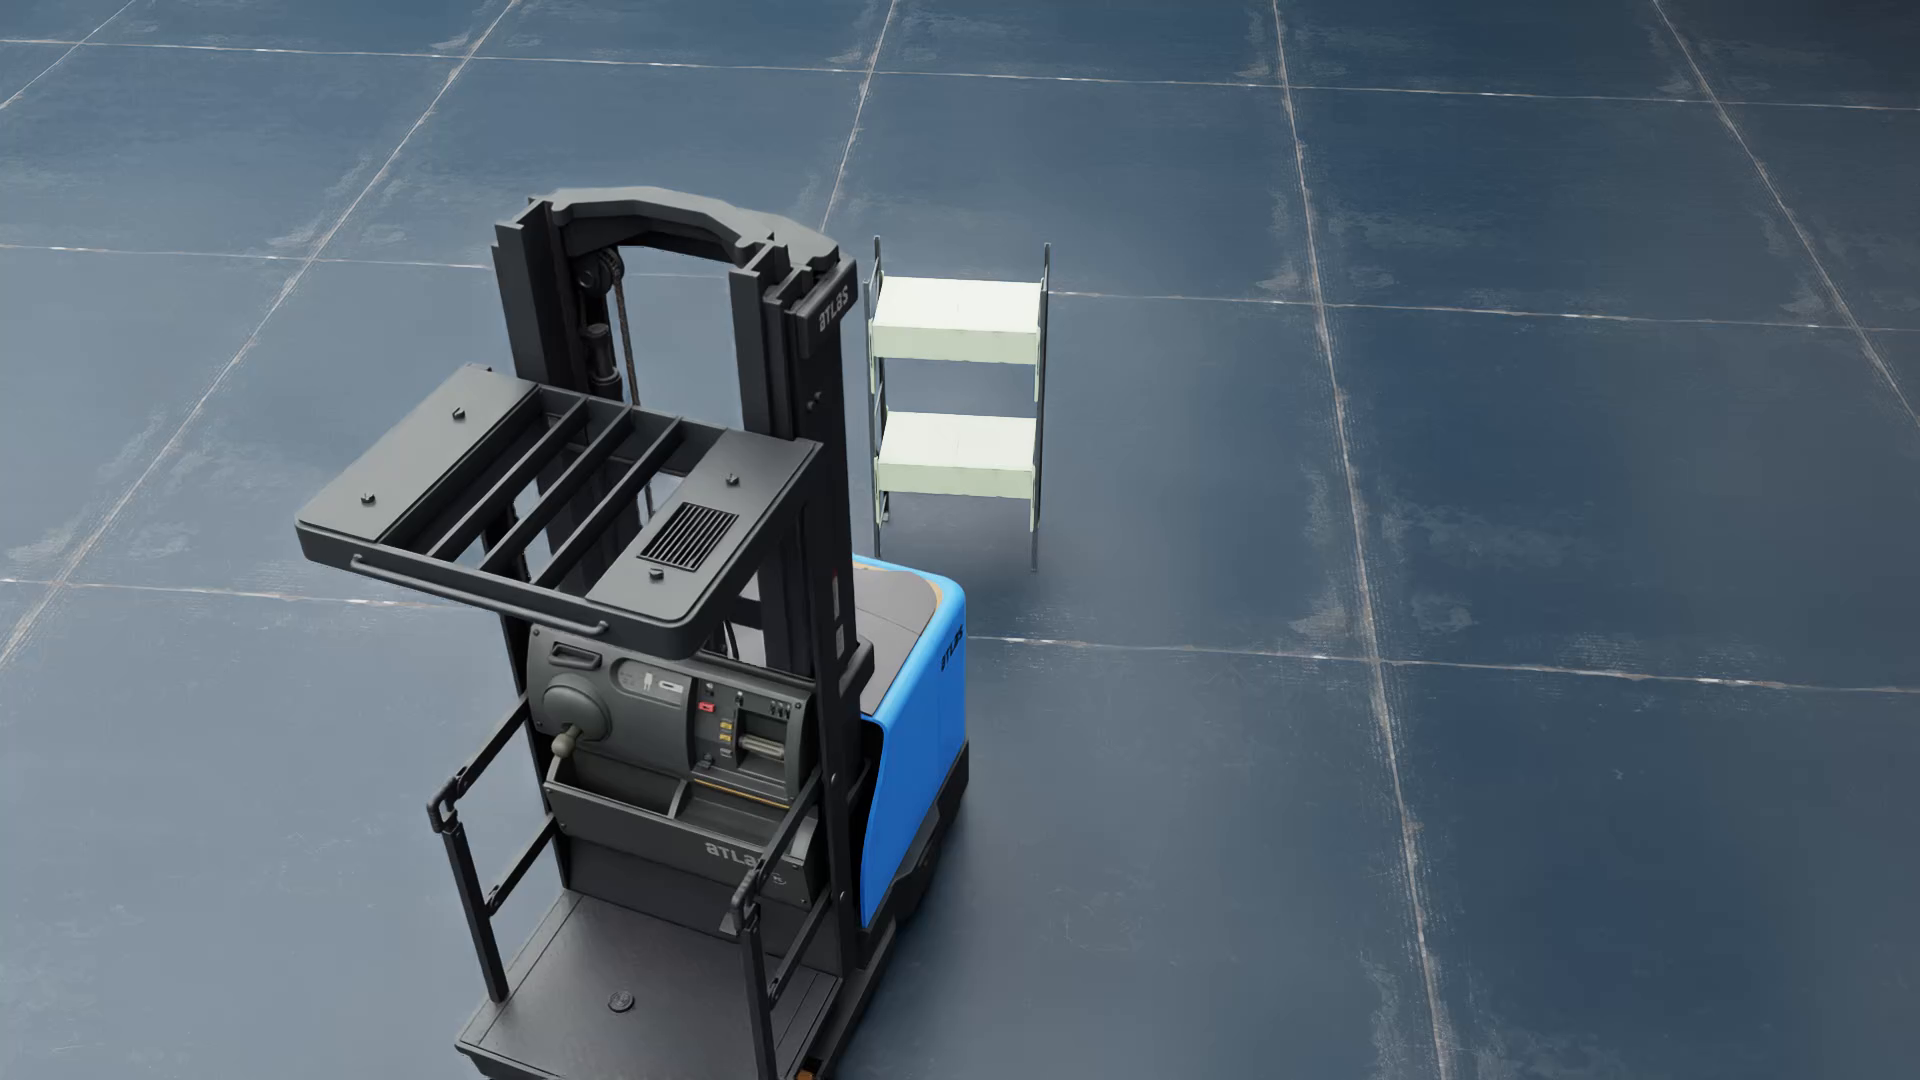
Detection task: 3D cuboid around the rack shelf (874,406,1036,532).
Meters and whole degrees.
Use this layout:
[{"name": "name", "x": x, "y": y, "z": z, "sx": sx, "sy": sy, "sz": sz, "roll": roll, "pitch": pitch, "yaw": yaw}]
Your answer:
[{"name": "rack shelf", "x": -0.007, "y": -0.329, "z": 7.653, "sx": 0.720, "sy": 0.370, "sz": 0.431, "roll": 3, "pitch": 39, "yaw": 4}]

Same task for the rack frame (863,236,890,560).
[{"name": "rack frame", "x": -0.371, "y": -0.602, "z": 7.472, "sx": 0.023, "sy": 1.500, "sz": 0.400, "roll": 3, "pitch": 39, "yaw": 4}]

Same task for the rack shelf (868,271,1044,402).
[{"name": "rack shelf", "x": -0.007, "y": -0.885, "z": 7.201, "sx": 0.720, "sy": 0.370, "sz": 0.431, "roll": 3, "pitch": 39, "yaw": 4}]

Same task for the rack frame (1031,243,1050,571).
[{"name": "rack frame", "x": 0.358, "y": -0.562, "z": 7.423, "sx": 0.023, "sy": 1.500, "sz": 0.400, "roll": 3, "pitch": 39, "yaw": 4}]

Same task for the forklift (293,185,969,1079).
[{"name": "forklift", "x": -0.965, "y": 0.604, "z": 4.856, "sx": 1.130, "sy": 2.935, "sz": 3.031, "roll": 14, "pitch": 41, "yaw": 16}]

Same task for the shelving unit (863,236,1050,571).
[{"name": "shelving unit", "x": -0.007, "y": -0.582, "z": 7.447, "sx": 0.755, "sy": 1.500, "sz": 0.431, "roll": 3, "pitch": 39, "yaw": 4}]
